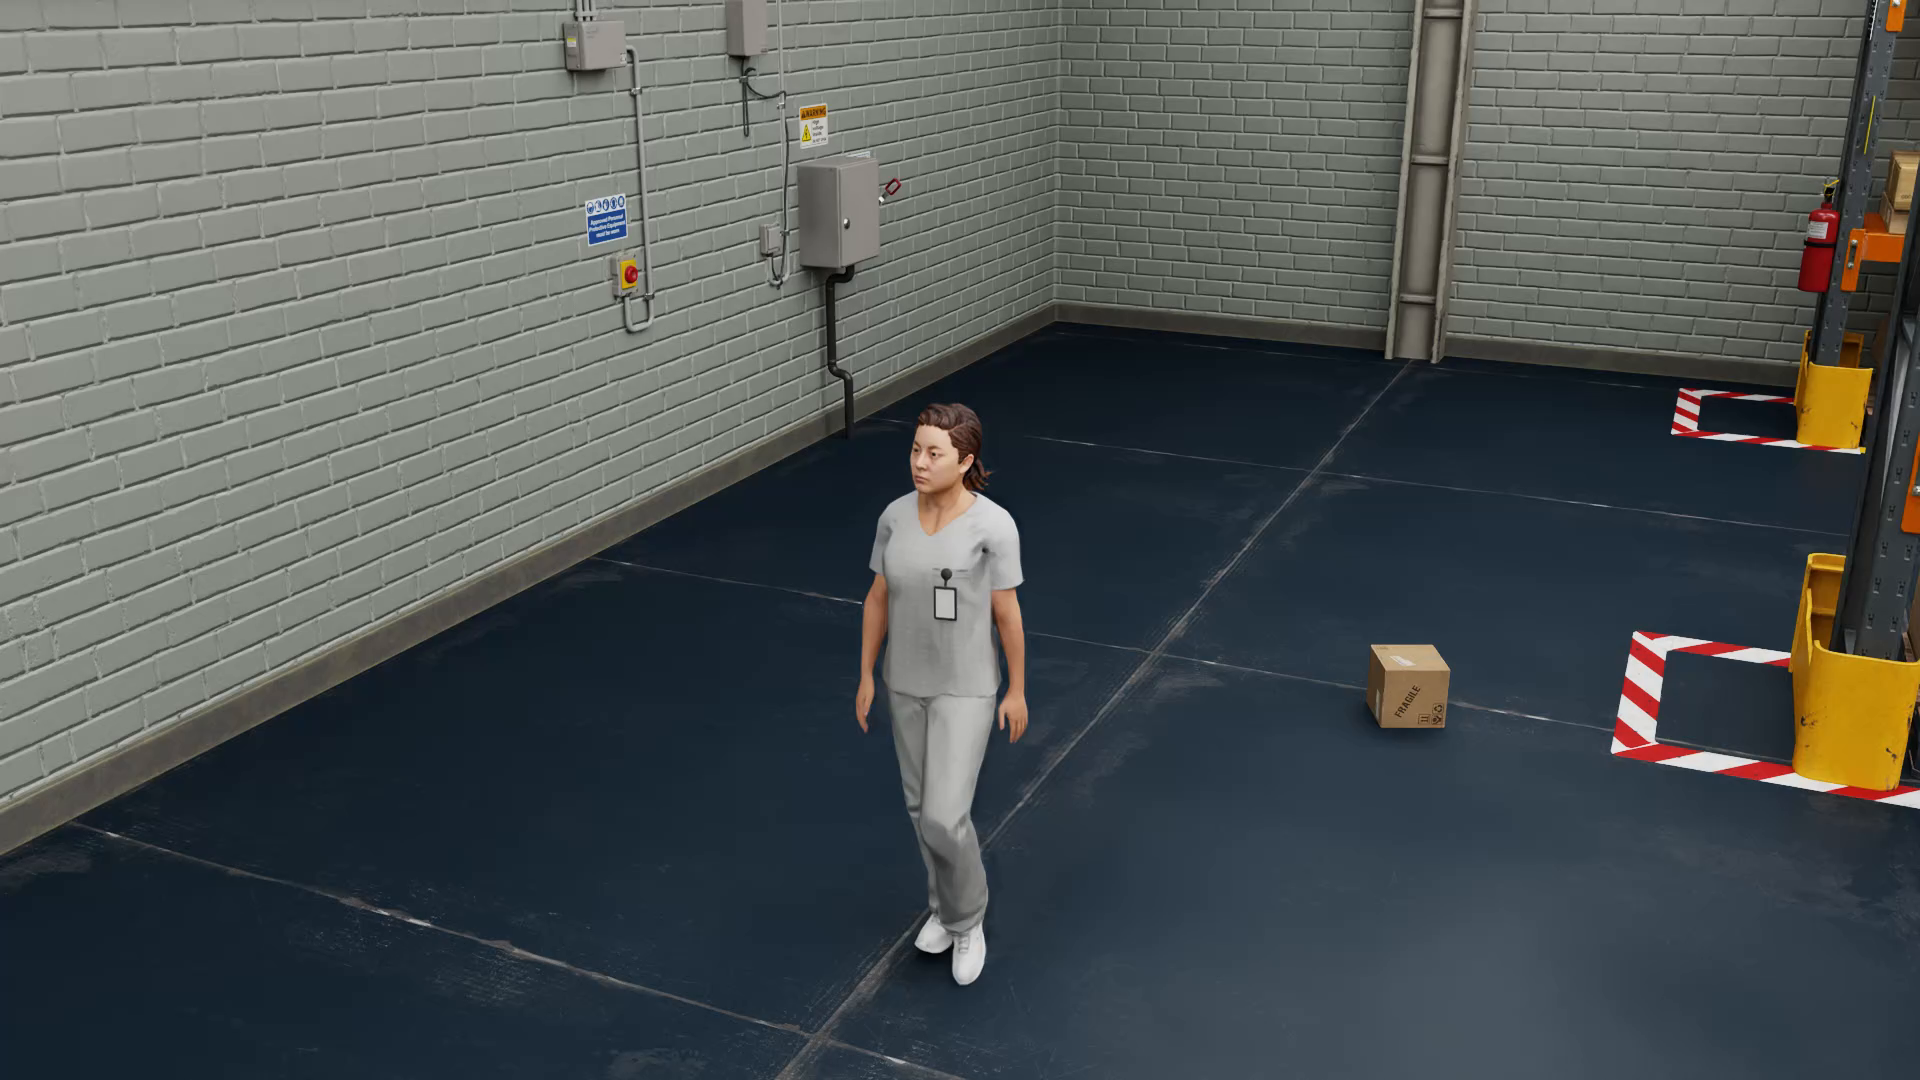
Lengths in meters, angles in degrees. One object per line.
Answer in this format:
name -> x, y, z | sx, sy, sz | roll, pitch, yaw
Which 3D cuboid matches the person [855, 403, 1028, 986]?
person -> -0.073, 0.452, 4.722 | 0.477, 1.694, 0.486 | 11, 22, 28
